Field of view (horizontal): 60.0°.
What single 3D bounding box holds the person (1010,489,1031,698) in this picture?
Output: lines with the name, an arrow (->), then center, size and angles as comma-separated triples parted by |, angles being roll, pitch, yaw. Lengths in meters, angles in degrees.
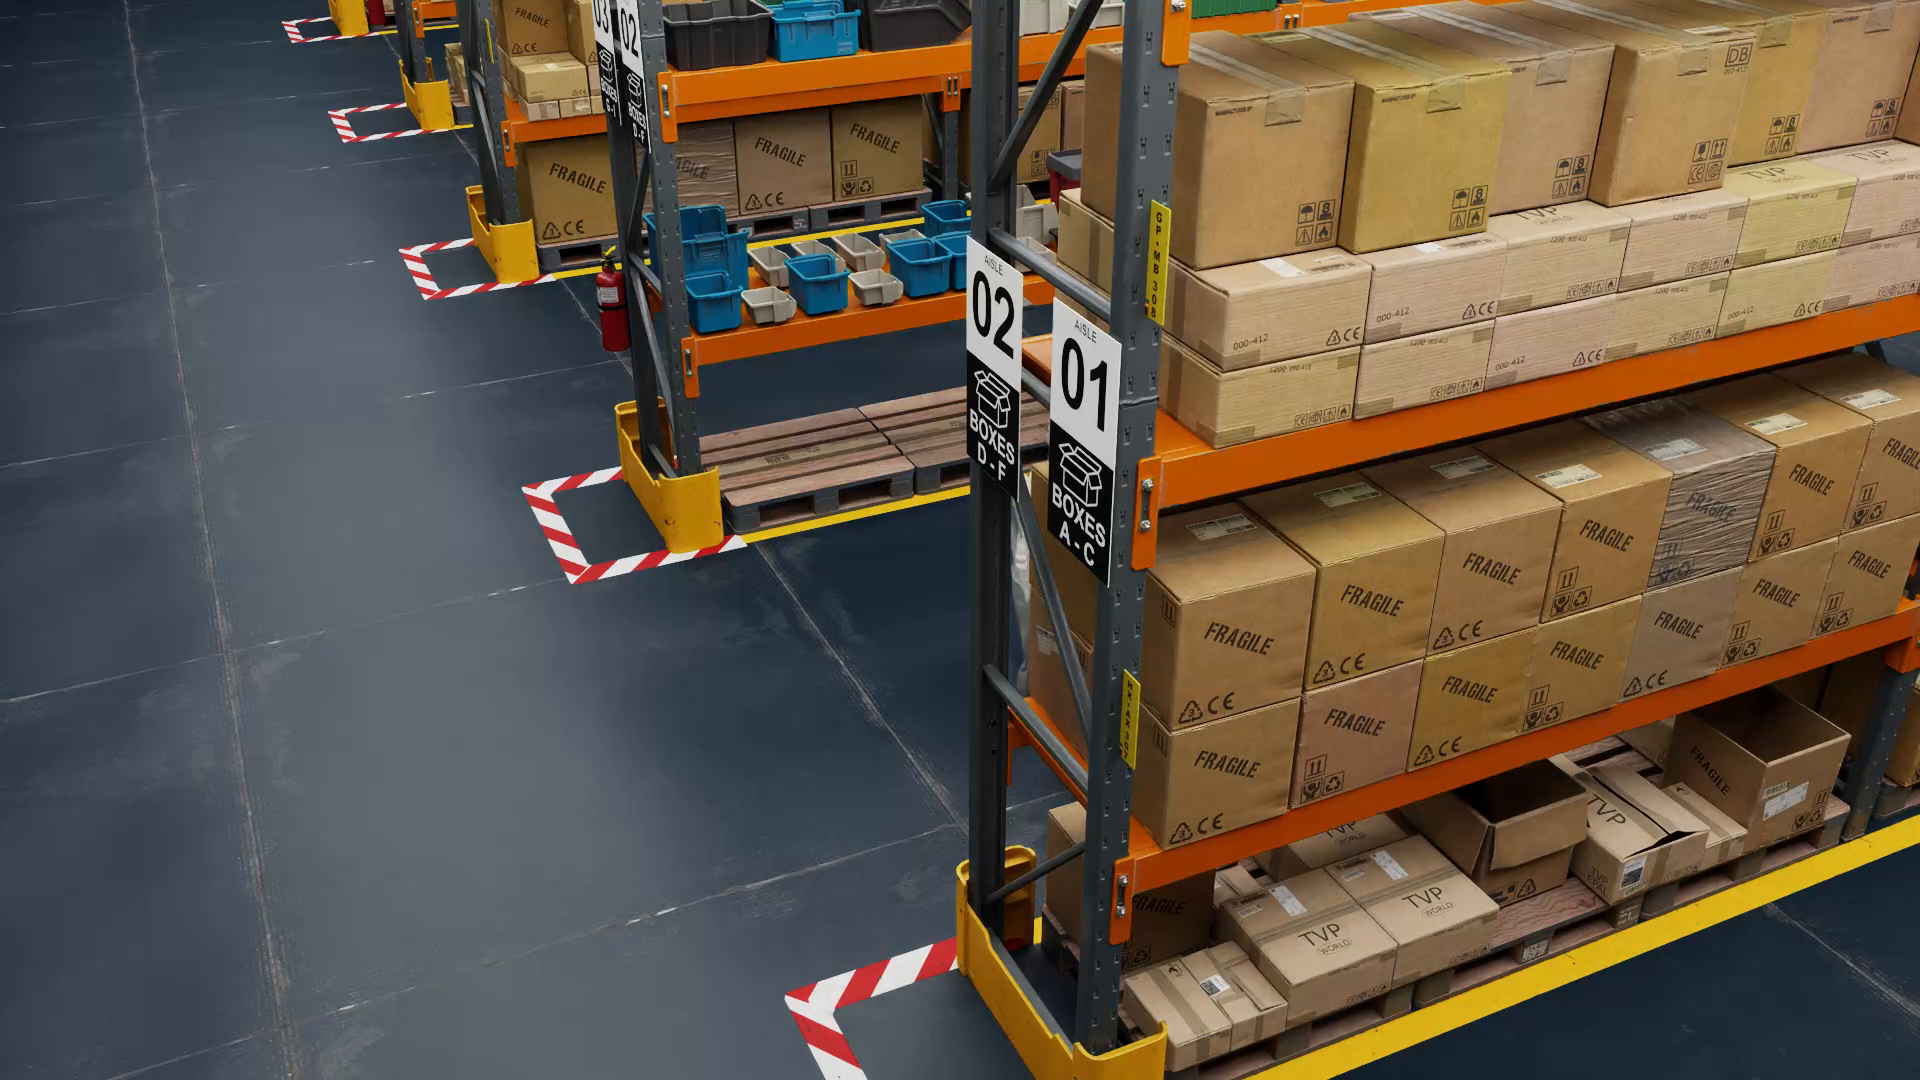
person -> 0.500, 0.236, 8.132 | 0.516, 1.576, 0.526 | -12, 32, -21
